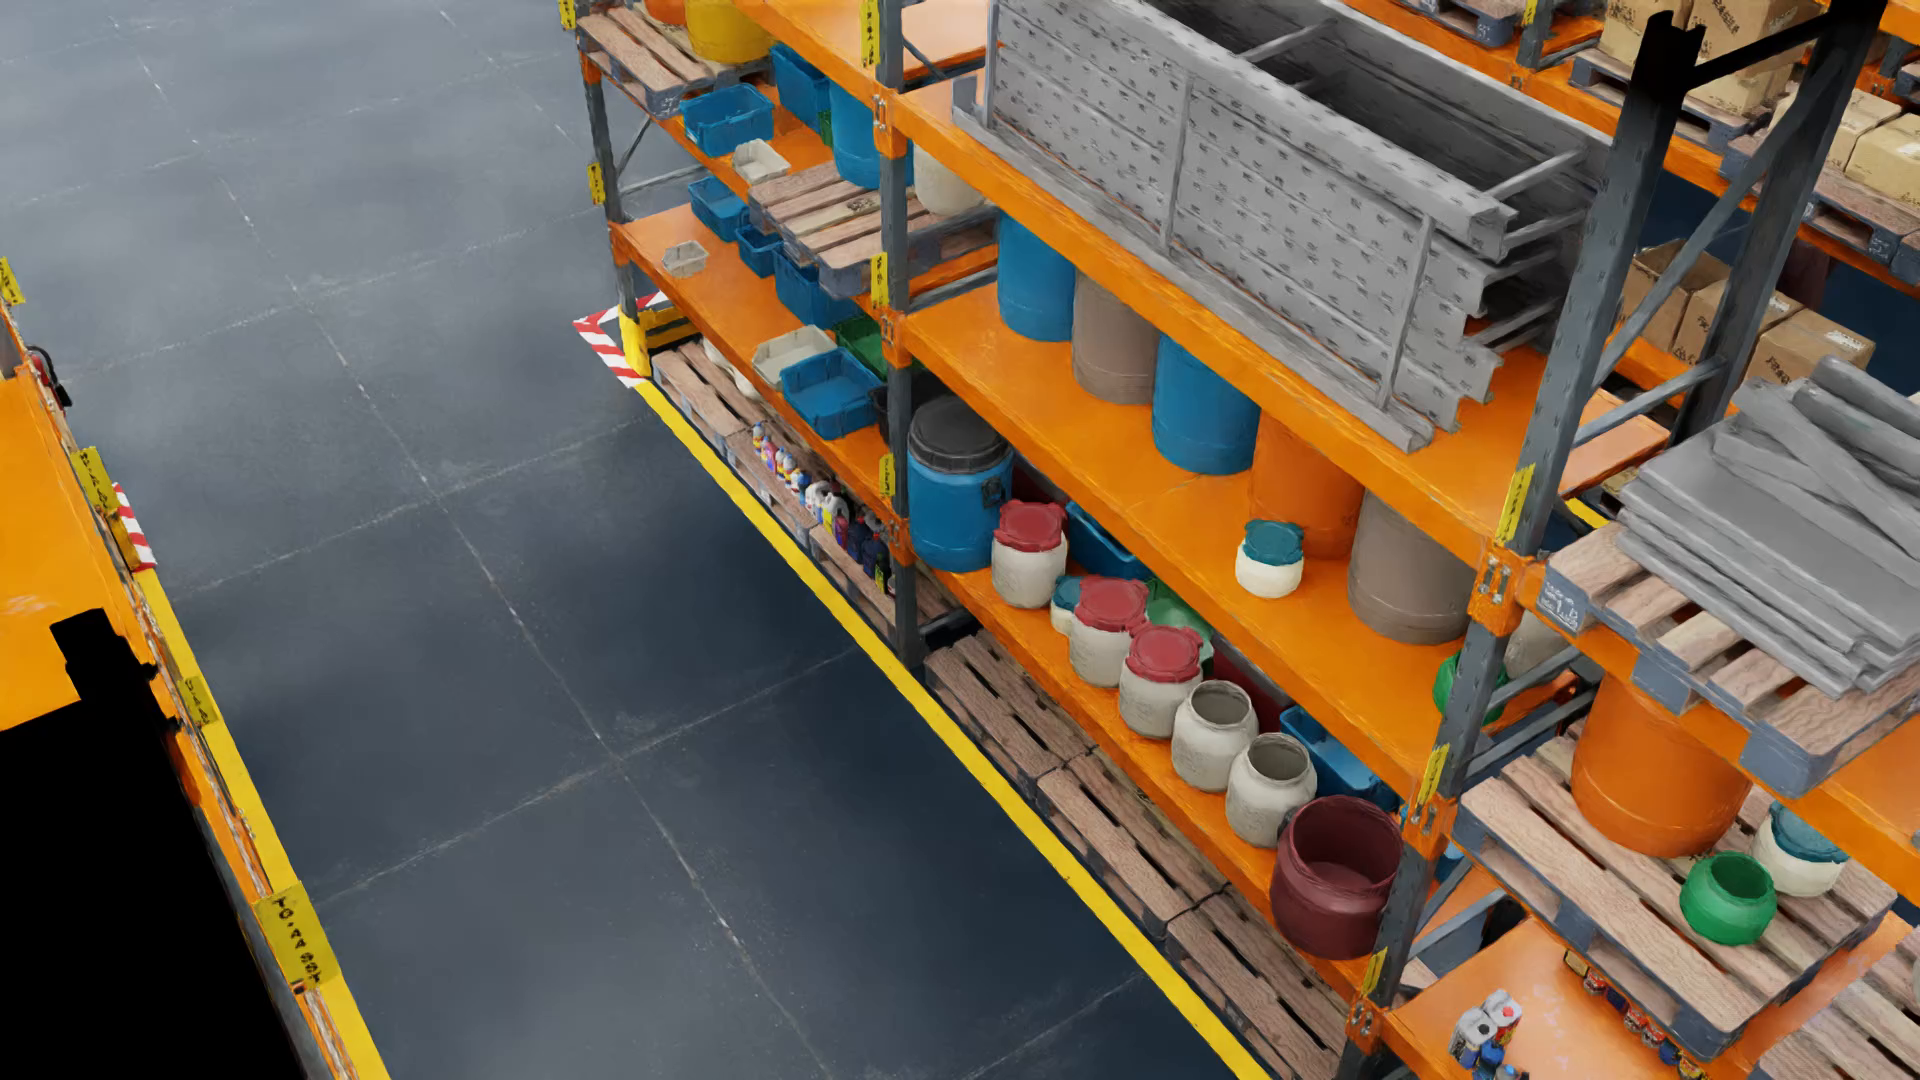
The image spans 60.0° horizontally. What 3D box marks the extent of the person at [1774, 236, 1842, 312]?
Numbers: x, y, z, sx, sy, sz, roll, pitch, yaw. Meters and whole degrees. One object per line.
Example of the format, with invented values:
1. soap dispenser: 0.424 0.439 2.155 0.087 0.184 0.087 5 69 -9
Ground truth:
1. person: 6.277 -1.807 12.454 0.729 1.733 0.546 -26 49 -25
